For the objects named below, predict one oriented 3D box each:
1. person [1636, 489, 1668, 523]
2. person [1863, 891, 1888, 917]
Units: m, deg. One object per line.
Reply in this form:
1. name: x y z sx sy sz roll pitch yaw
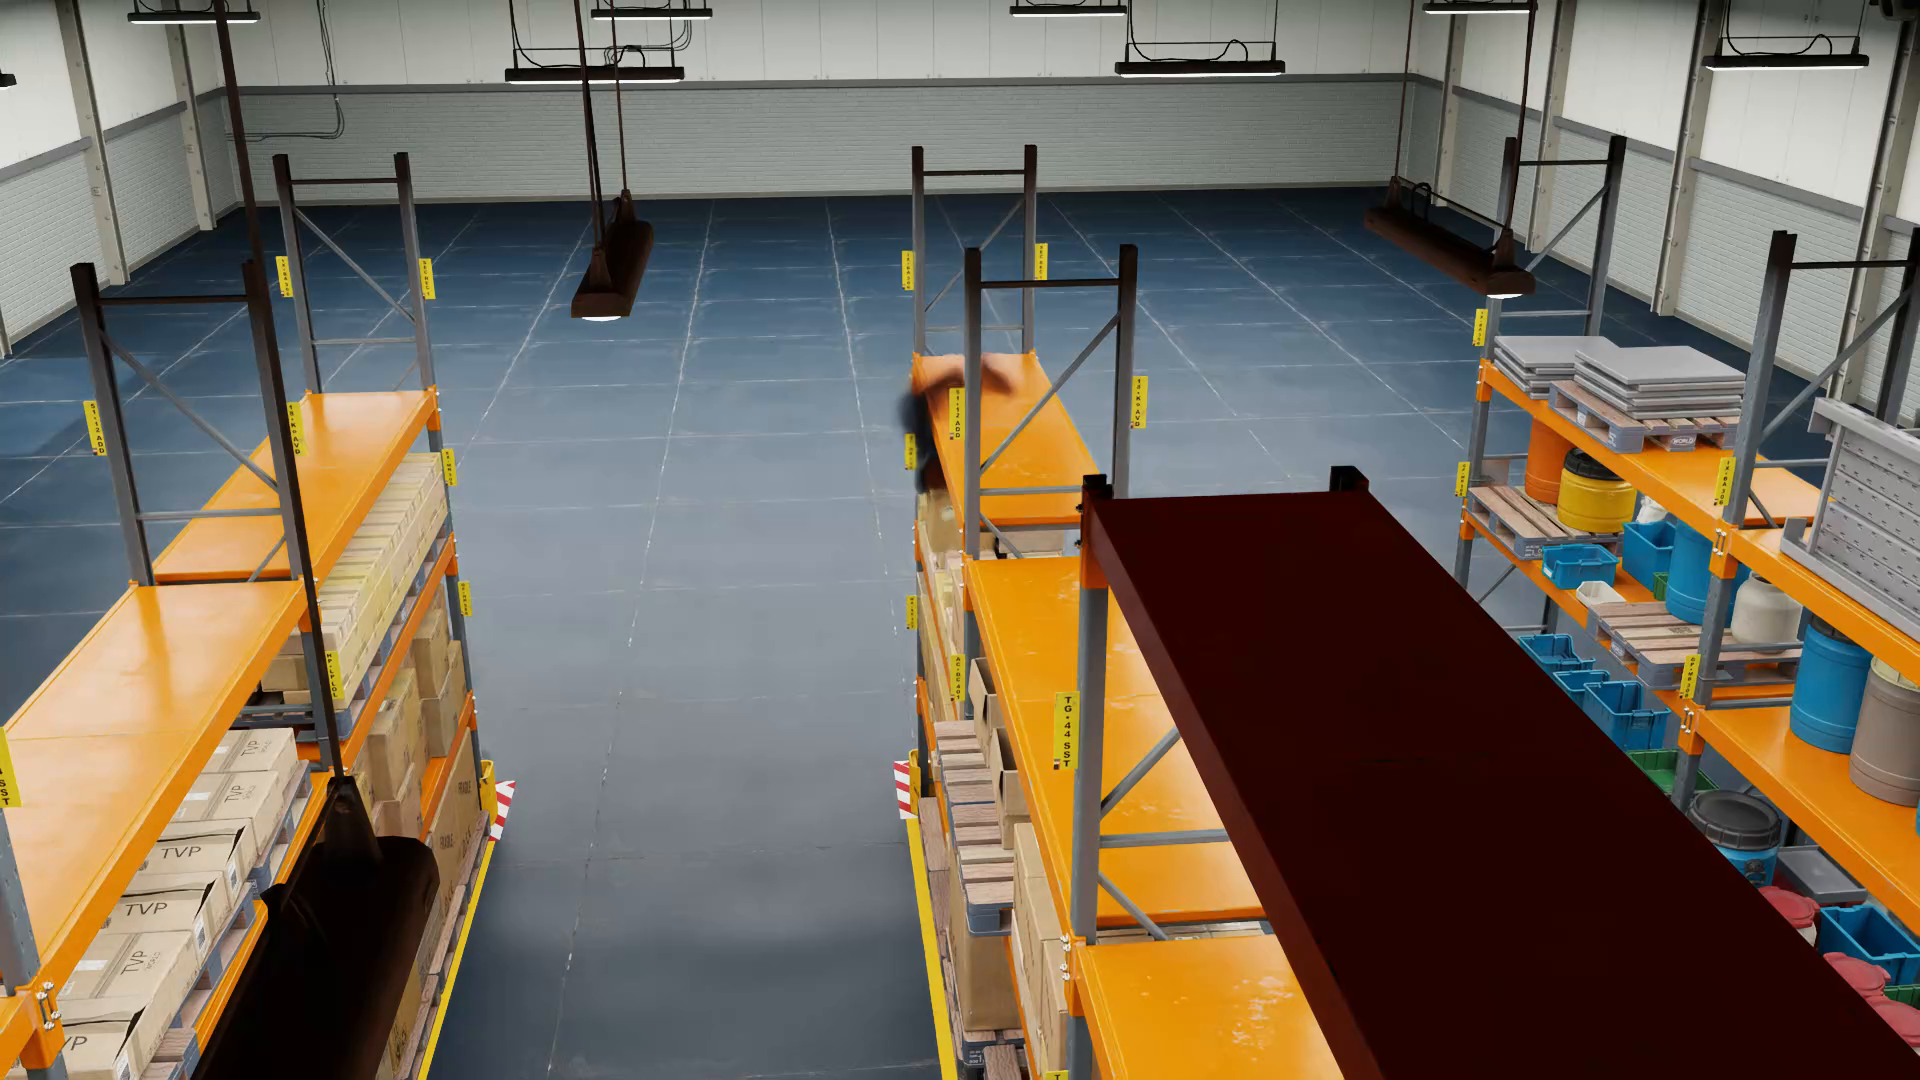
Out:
1. person: 8.585 -0.433 20.380 0.621 1.735 0.653 6 22 15
2. person: 7.227 2.436 13.155 0.674 1.751 0.606 -5 22 -13
